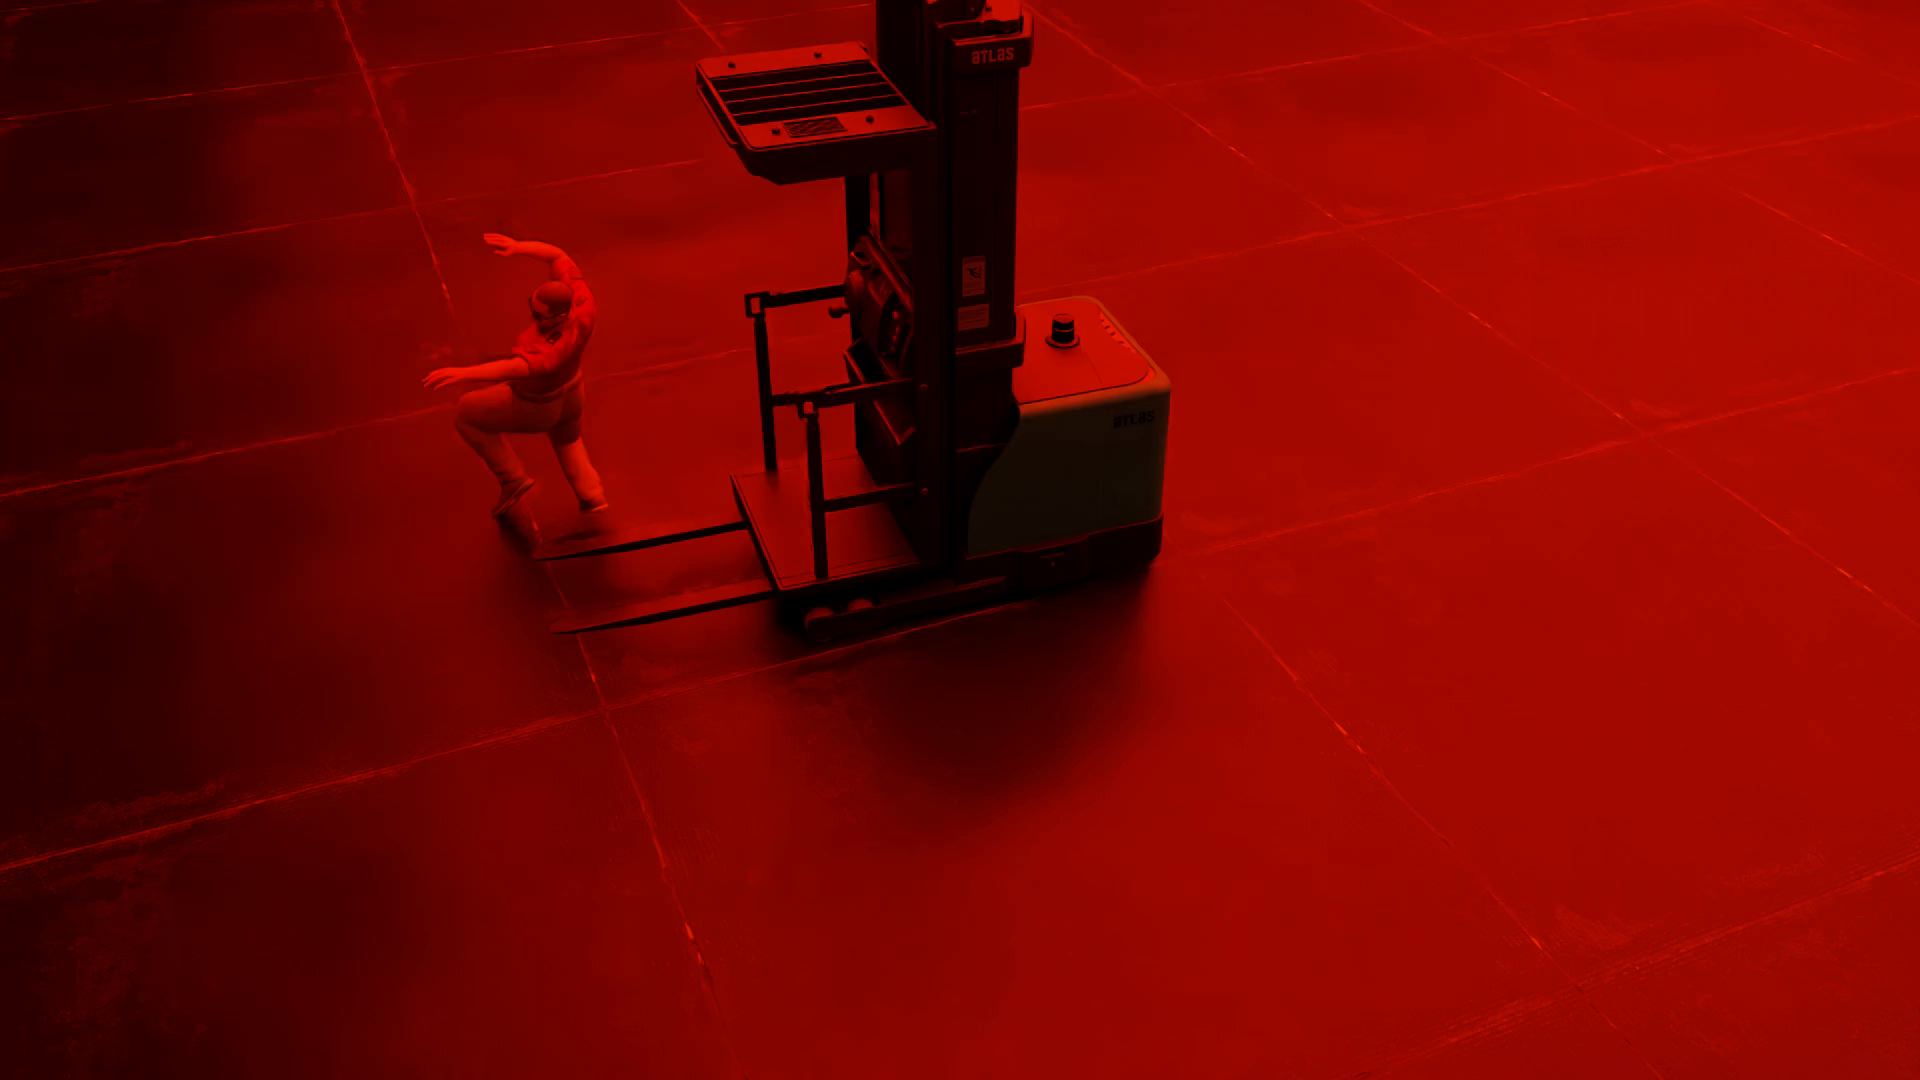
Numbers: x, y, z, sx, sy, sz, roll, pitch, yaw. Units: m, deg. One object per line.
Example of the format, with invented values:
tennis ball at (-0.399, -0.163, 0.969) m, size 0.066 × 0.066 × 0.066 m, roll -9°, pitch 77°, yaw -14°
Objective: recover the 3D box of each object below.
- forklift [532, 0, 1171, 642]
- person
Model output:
forklift at (-0.558, -1.054, 7.580) m, size 3.031 × 2.935 × 1.130 m, roll -11°, pitch 37°, yaw -15°
person at (-2.289, -0.681, 8.189) m, size 0.844 × 1.637 × 1.119 m, roll 23°, pitch 41°, yaw 28°
